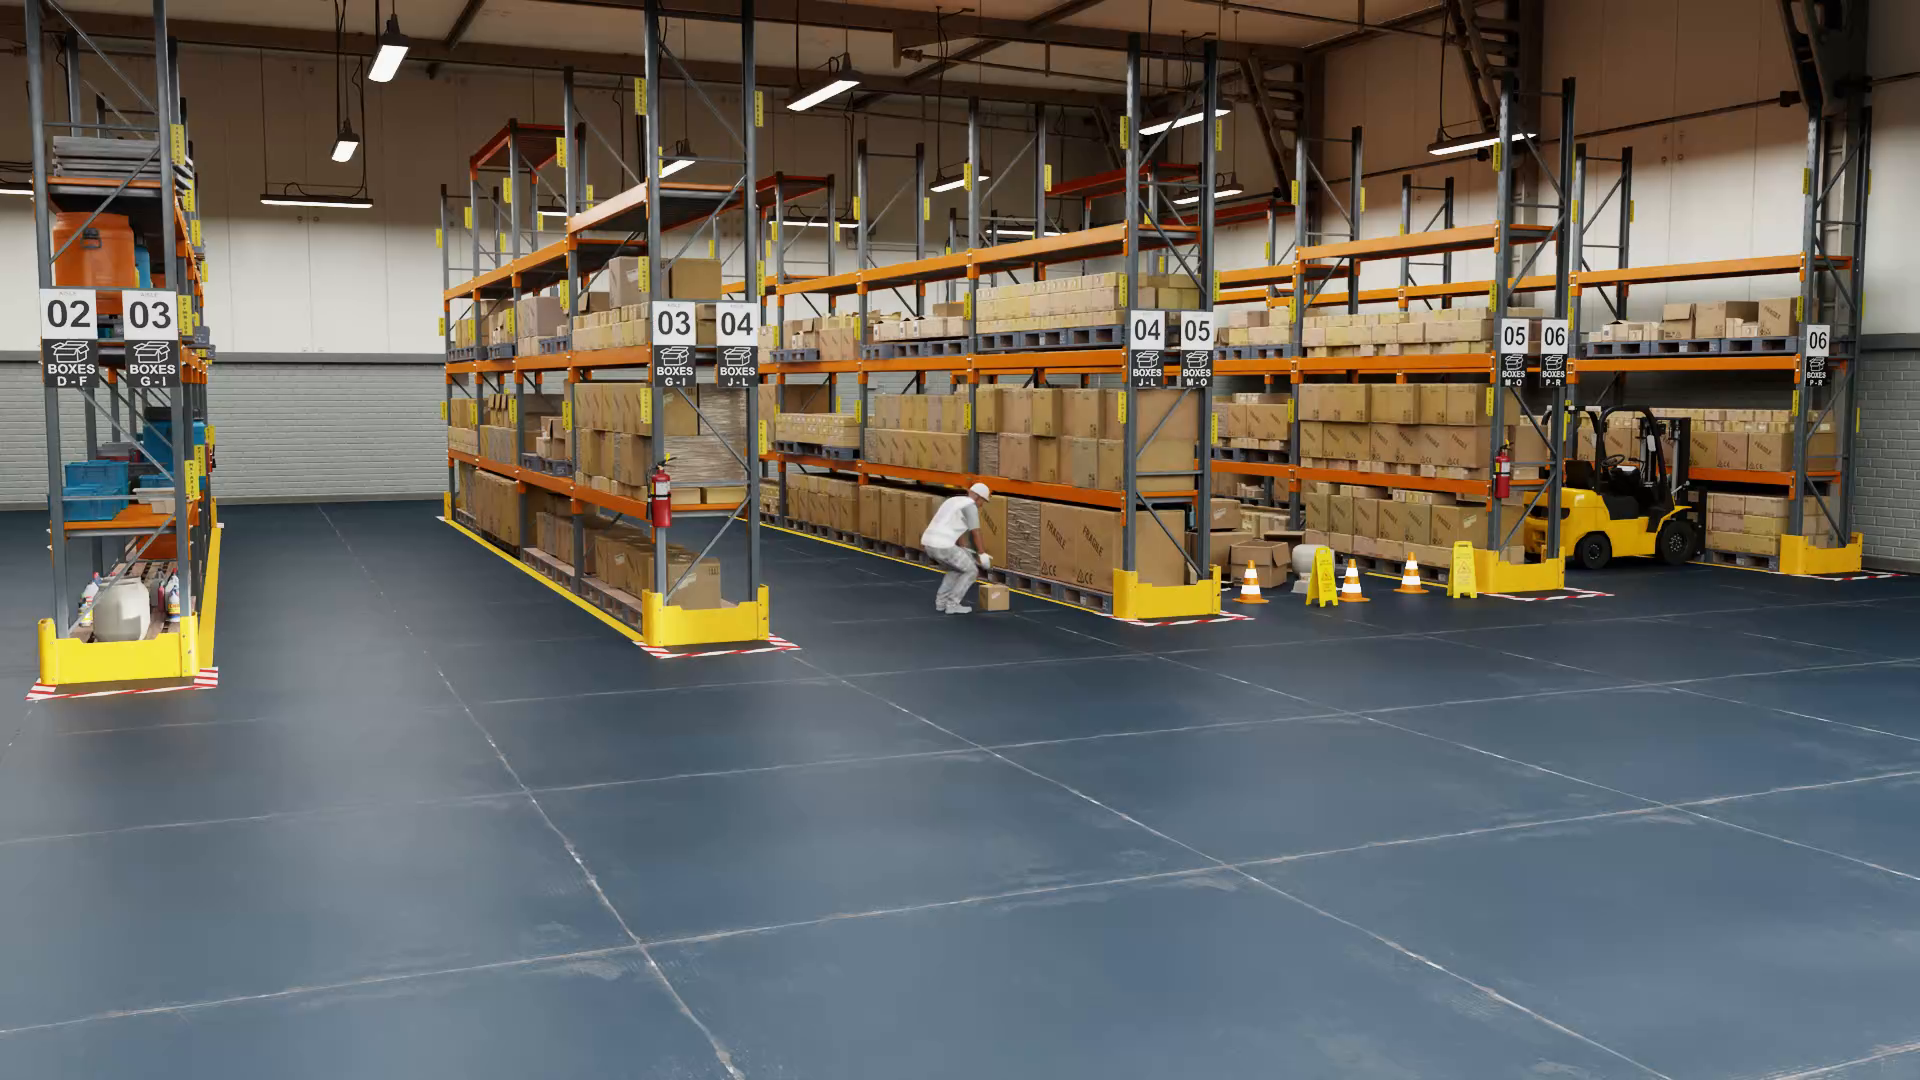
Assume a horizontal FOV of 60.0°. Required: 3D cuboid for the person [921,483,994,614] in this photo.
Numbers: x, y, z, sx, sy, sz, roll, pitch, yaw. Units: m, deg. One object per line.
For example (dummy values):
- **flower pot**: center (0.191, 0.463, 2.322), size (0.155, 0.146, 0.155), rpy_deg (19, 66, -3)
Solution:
- **person**: center (-0.039, 0.079, 17.931), size (0.789, 1.380, 0.613), rpy_deg (-2, 6, -24)
